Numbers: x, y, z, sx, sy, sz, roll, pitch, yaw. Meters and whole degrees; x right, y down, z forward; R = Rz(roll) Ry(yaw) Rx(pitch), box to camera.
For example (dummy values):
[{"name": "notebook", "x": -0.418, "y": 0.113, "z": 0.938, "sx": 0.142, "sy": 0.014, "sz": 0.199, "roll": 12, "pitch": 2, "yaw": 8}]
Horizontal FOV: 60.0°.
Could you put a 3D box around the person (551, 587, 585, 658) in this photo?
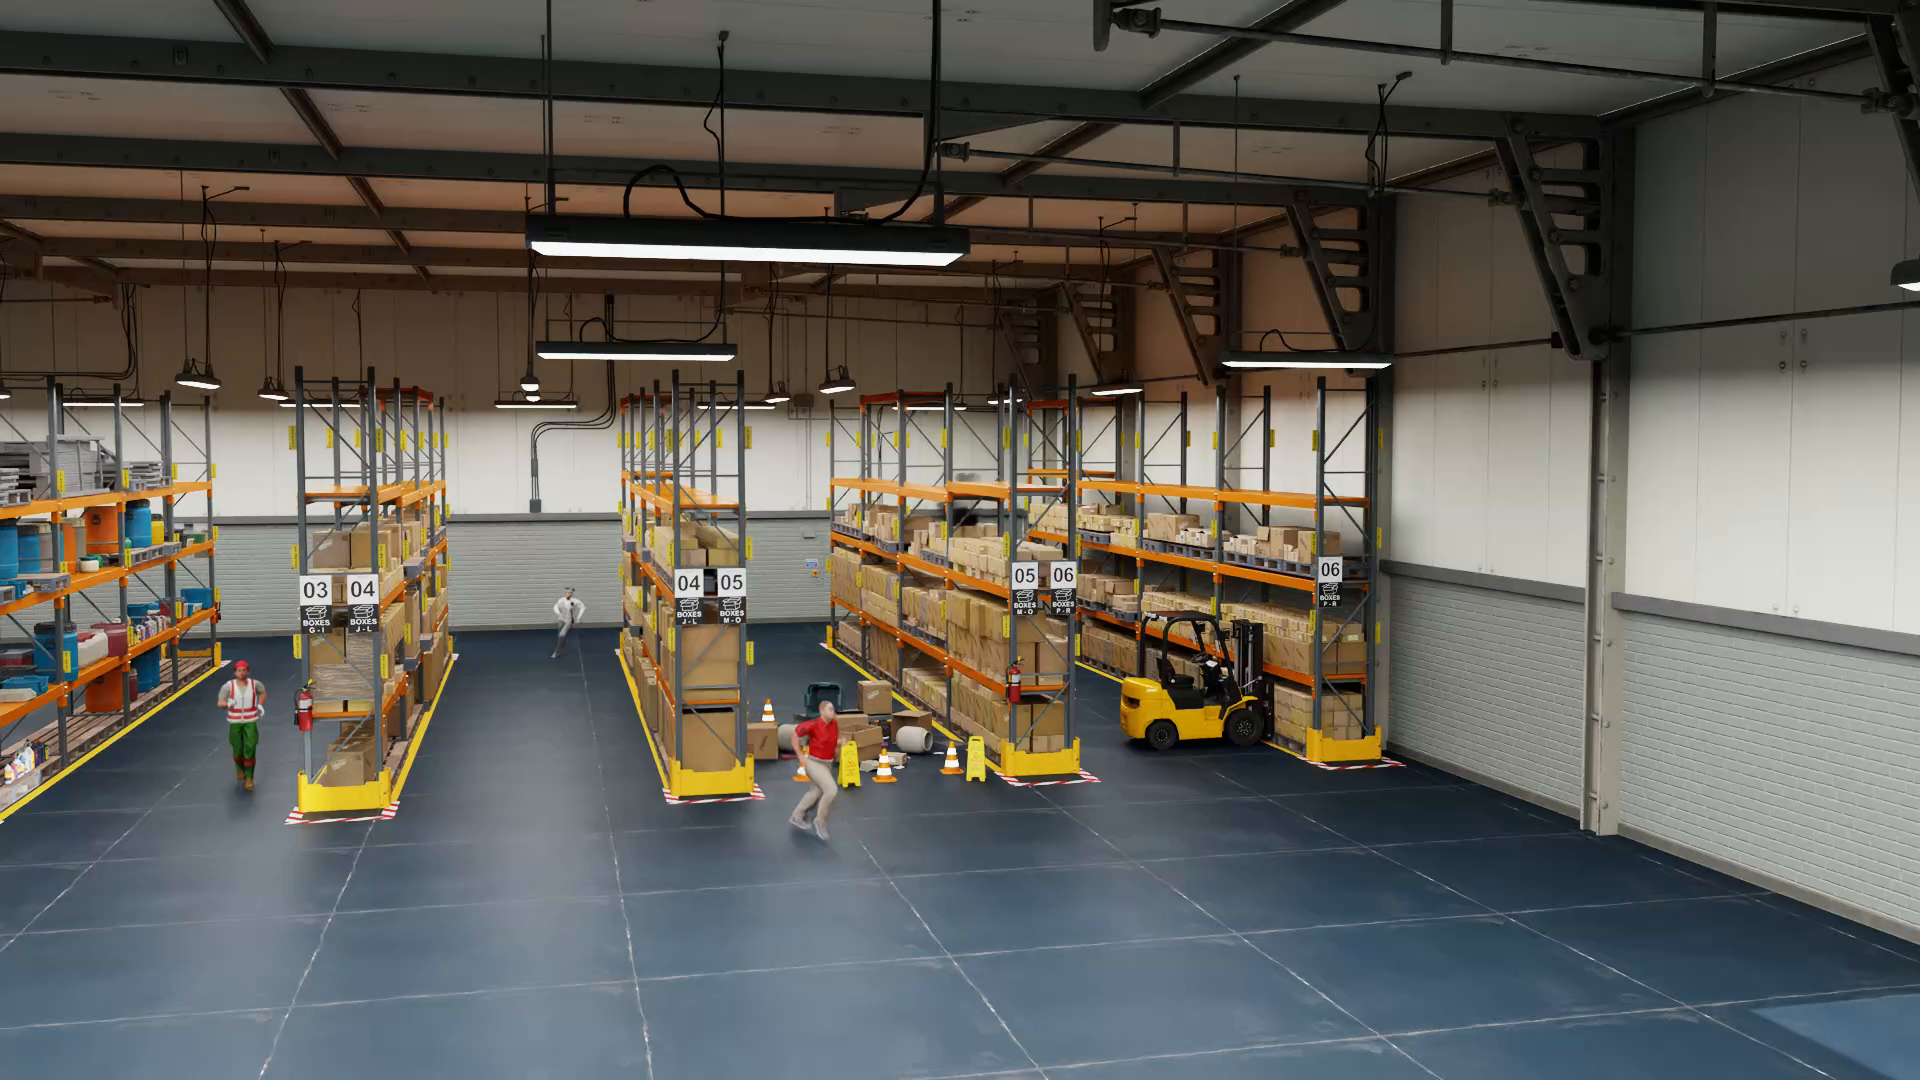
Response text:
[{"name": "person", "x": -9.115, "y": 1.906, "z": 38.572, "sx": 0.736, "sy": 1.666, "sz": 0.752, "roll": 1, "pitch": 3, "yaw": 11}]

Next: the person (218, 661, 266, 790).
[{"name": "person", "x": -10.352, "y": 2.639, "z": 23.994, "sx": 0.645, "sy": 1.800, "sz": 0.899, "roll": -1, "pitch": 4, "yaw": -23}]

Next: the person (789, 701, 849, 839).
[{"name": "person", "x": -1.790, "y": 2.911, "z": 21.082, "sx": 0.852, "sy": 1.765, "sz": 0.611, "roll": 2, "pitch": 4, "yaw": 24}]
